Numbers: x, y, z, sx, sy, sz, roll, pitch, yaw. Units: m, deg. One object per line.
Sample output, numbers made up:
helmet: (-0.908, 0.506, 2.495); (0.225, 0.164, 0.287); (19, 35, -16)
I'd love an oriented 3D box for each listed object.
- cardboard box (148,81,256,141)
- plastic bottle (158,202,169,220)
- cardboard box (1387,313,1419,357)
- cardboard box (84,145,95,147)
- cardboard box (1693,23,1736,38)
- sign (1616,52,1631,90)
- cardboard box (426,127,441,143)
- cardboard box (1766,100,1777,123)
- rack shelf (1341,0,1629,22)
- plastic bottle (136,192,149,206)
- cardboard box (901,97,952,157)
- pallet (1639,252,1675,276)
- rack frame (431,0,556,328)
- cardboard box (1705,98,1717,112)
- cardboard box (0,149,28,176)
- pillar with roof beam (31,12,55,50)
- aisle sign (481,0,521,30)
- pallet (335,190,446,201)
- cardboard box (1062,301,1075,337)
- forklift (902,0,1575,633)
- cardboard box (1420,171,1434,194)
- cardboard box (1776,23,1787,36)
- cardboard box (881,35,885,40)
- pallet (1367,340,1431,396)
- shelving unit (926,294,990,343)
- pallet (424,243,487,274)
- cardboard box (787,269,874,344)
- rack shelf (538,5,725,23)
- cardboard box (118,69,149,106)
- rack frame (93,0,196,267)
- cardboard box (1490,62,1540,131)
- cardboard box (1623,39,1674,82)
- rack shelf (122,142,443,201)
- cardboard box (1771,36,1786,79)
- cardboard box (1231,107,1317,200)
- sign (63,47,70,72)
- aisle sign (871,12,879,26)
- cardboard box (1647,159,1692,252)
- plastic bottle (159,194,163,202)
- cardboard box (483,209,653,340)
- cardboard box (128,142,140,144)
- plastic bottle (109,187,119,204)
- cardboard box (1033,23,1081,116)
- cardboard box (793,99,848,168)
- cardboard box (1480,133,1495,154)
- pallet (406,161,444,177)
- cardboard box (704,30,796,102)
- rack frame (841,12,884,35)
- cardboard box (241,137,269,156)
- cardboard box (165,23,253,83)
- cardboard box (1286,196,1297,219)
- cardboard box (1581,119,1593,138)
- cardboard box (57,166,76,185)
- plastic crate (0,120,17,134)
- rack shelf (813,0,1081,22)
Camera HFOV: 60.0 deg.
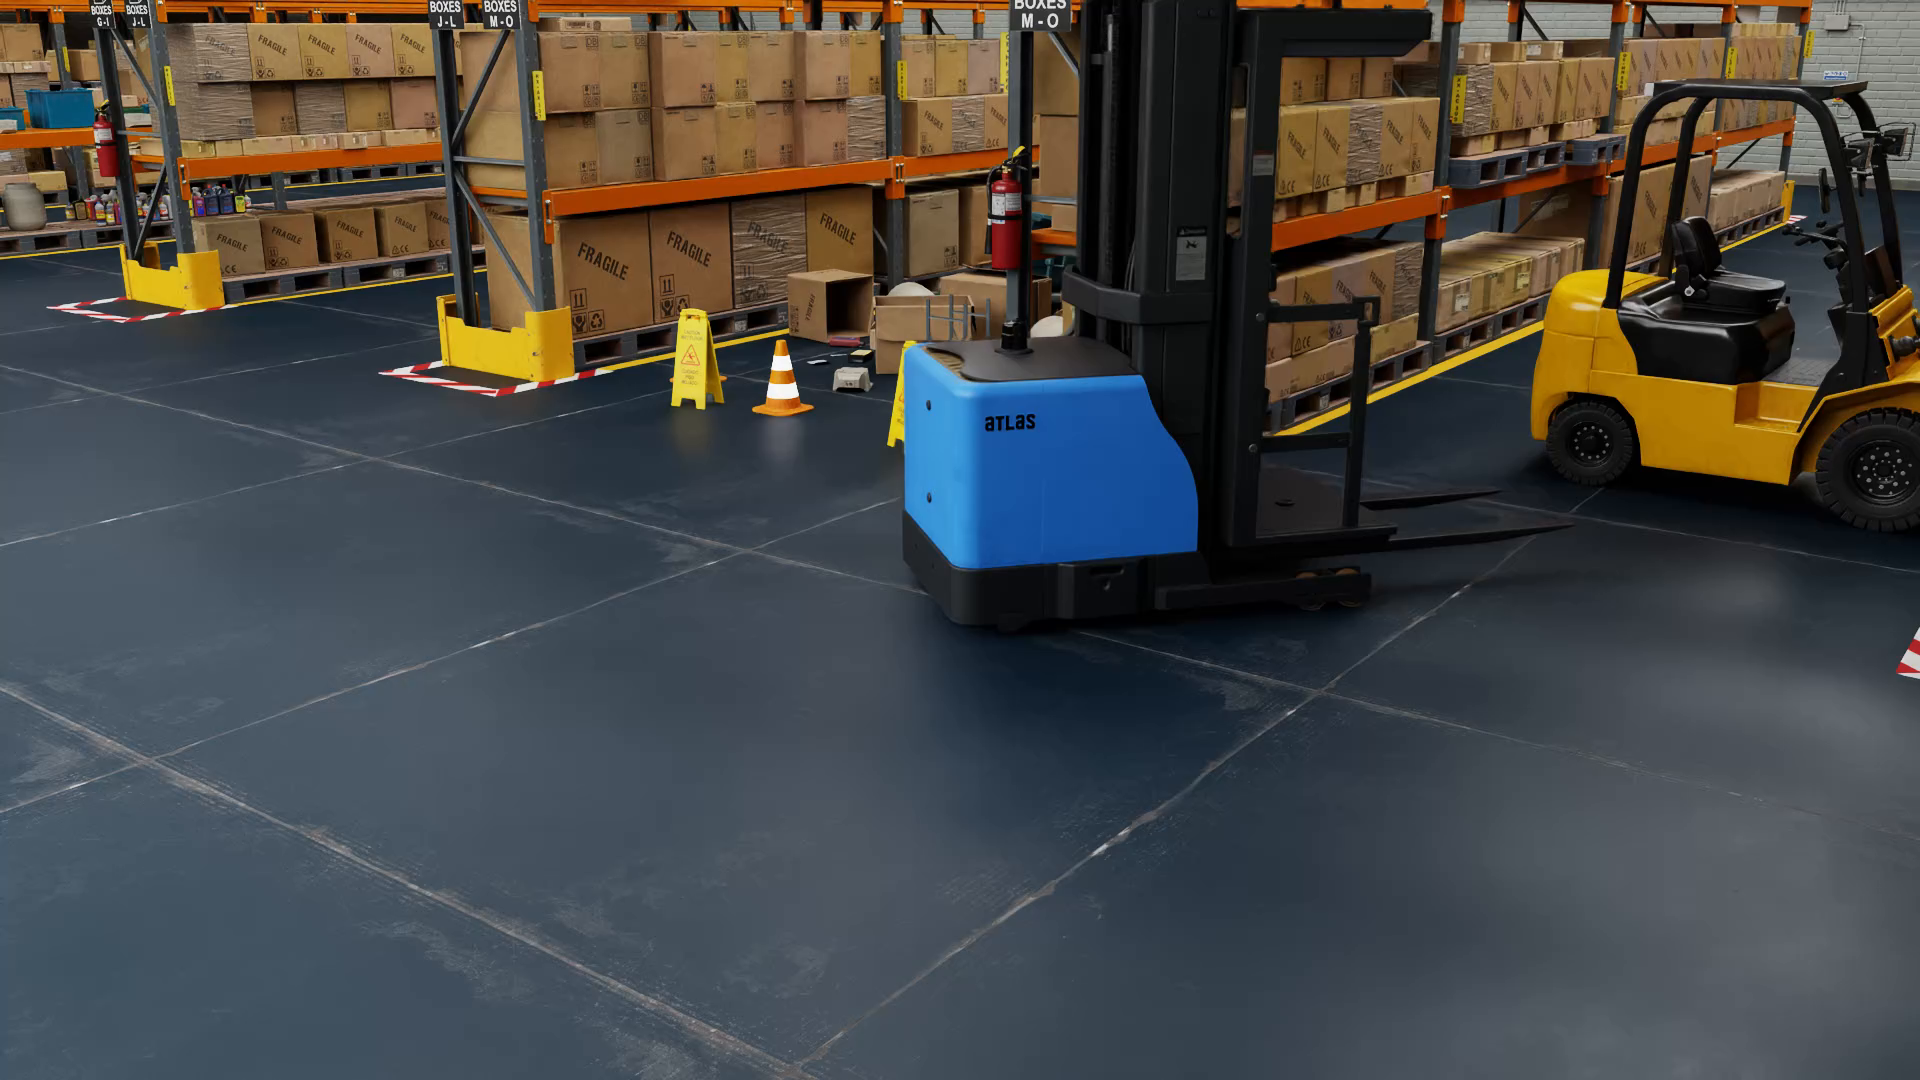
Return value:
cardboard box: (-6.907, -3.917, 15.131); (0.875, 0.500, 0.500); (12, 21, 35)
plastic bottle: (-9.459, -3.905, 19.738); (0.097, 0.201, 0.097); (0, 17, 0)
cardboard box: (2.949, -1.502, 11.951); (0.500, 0.250, 0.500); (14, 22, 37)
cardboard box: (-15.212, -6.866, 28.770); (0.700, 0.500, 0.500); (12, 21, 35)
cardboard box: (8.248, -5.573, 18.183); (0.380, 0.149, 0.250); (12, 21, 34)
sign: (5.910, -4.177, 14.819); (0.100, 0.325, 0.005); (12, 21, 35)
cardboard box: (-5.434, -4.109, 16.841); (0.380, 0.149, 0.250); (12, 21, 35)
cardboard box: (9.551, -5.306, 20.104); (0.500, 0.500, 0.500); (13, 22, 36)
rack shelf: (4.277, -4.368, 13.408); (1.077, 0.370, 4.000); (12, 21, 35)
plastic bottle: (-9.897, -4.053, 20.090); (0.152, 0.276, 0.135); (12, 21, 35)
cardboard box: (-0.421, -3.779, 15.187); (0.500, 0.500, 0.500); (13, 21, 35)
pallet: (6.726, -2.888, 17.187); (1.003, 0.211, 1.213); (12, 21, 35)
rack frame: (-3.334, -2.701, 11.884); (1.000, 3.000, 0.127); (12, 21, 35)
cardboard box: (7.784, -4.728, 17.820); (0.500, 0.250, 0.500); (12, 21, 35)
cardboard box: (-13.235, -5.285, 22.869); (0.500, 0.500, 0.500); (12, 21, 35)
pillar with roof beam: (-12.436, -10.080, 25.531); (9.100, 9.000, 0.400); (12, 21, 35)
aisle sign: (-3.135, -3.873, 11.273); (0.394, 0.787, 0.004); (12, 21, 35)
pallet: (-7.688, -4.583, 22.647); (1.003, 0.211, 1.213); (12, 21, 35)
cardboard box: (0.970, -1.333, 10.142); (0.500, 0.500, 0.500); (13, 21, 35)
forklift: (1.309, -1.237, 7.284); (3.031, 2.935, 1.130); (-5, 18, -14)
cardboard box: (3.138, -2.553, 11.830); (0.380, 0.149, 0.250); (12, 21, 34)
cardboard box: (9.781, -6.182, 20.144); (0.380, 0.149, 0.250); (13, 21, 36)
cardboard box: (-1.257, -6.521, 22.324); (0.797, 0.503, 0.637); (13, 22, 36)
pallet: (2.713, -1.305, 12.091); (1.003, 0.211, 1.213); (12, 21, 35)
shelving unit: (-0.009, -0.570, 8.055); (0.258, 1.200, 0.189); (12, 21, 35)
pallet: (-5.245, -3.056, 17.730); (1.003, 0.211, 1.213); (12, 21, 35)
cardboard box: (-1.051, -1.910, 13.547); (0.500, 0.500, 0.500); (-16, 23, -41)
rack shelf: (-5.276, -7.947, 24.933); (1.077, 0.370, 4.000); (12, 21, 35)
cardboard box: (-12.043, -6.659, 24.460); (0.500, 0.500, 0.500); (14, 22, 39)
rack frame: (-7.257, -3.602, 14.784); (1.000, 3.000, 0.127); (12, 21, 35)
cardboard box: (4.198, -3.489, 13.043); (0.500, 0.500, 0.500); (12, 21, 34)
cardboard box: (6.567, -4.596, 16.130); (0.500, 0.500, 0.500); (13, 22, 36)
rack shelf: (-6.065, -3.734, 16.424); (1.077, 0.370, 4.000); (12, 21, 35)
cardboard box: (9.554, -5.783, 19.953); (0.500, 0.500, 0.500); (12, 21, 34)
cardboard box: (1.815, -2.349, 10.082); (0.500, 0.500, 0.500); (12, 21, 34)
sign: (-12.381, -6.659, 23.036); (0.100, 0.325, 0.005); (12, 21, 35)
aisle sign: (-1.423, -9.494, 29.376); (0.394, 0.787, 0.004); (12, 21, 35)
cardboard box: (7.015, -3.516, 17.383); (0.875, 0.875, 0.875); (13, 22, 36)
plastic bottle: (-9.496, -3.996, 19.892); (0.061, 0.283, 0.133); (12, 21, 35)
cardboard box: (-2.983, -2.060, 12.694); (0.875, 0.875, 0.875); (13, 21, 35)
cardboard box: (-12.212, -5.851, 25.011); (0.500, 0.311, 0.500); (12, 21, 35)
plastic bottle: (-10.142, -4.065, 20.001); (0.144, 0.351, 0.185); (13, 22, 37)
cardboard box: (0.831, -2.678, 9.453); (0.700, 0.500, 0.500); (12, 21, 33)
cardboard box: (-1.470, -3.500, 14.205); (0.875, 0.550, 0.550); (12, 21, 35)
cardboard box: (3.824, -3.017, 12.618); (0.380, 0.149, 0.250); (13, 21, 36)
pallet: (-9.241, -6.387, 28.456); (1.003, 0.211, 1.213); (12, 21, 35)
cardboard box: (-1.864, -3.903, 13.682); (0.875, 0.550, 0.550); (12, 21, 35)
rack frame: (-1.701, -8.288, 29.874); (1.000, 3.000, 0.127); (12, 21, 35)
cardboard box: (-6.570, -3.620, 15.268); (0.380, 0.149, 0.250); (12, 21, 35)
cardboard box: (-6.710, -4.352, 14.843); (0.500, 0.500, 0.500); (12, 21, 35)
cardboard box: (1.857, -2.080, 10.306); (0.380, 0.149, 0.250); (13, 22, 37)
cardboard box: (5.246, -3.572, 14.404); (0.380, 0.149, 0.250); (12, 21, 34)
cardboard box: (-12.813, -5.343, 24.320); (0.500, 0.250, 0.500); (12, 21, 34)
plastic crate: (-10.443, -4.507, 18.144); (0.298, 0.136, 0.250); (12, 21, 35)
rack shelf: (0.241, -5.219, 16.147); (1.077, 0.370, 4.000); (12, 21, 35)
